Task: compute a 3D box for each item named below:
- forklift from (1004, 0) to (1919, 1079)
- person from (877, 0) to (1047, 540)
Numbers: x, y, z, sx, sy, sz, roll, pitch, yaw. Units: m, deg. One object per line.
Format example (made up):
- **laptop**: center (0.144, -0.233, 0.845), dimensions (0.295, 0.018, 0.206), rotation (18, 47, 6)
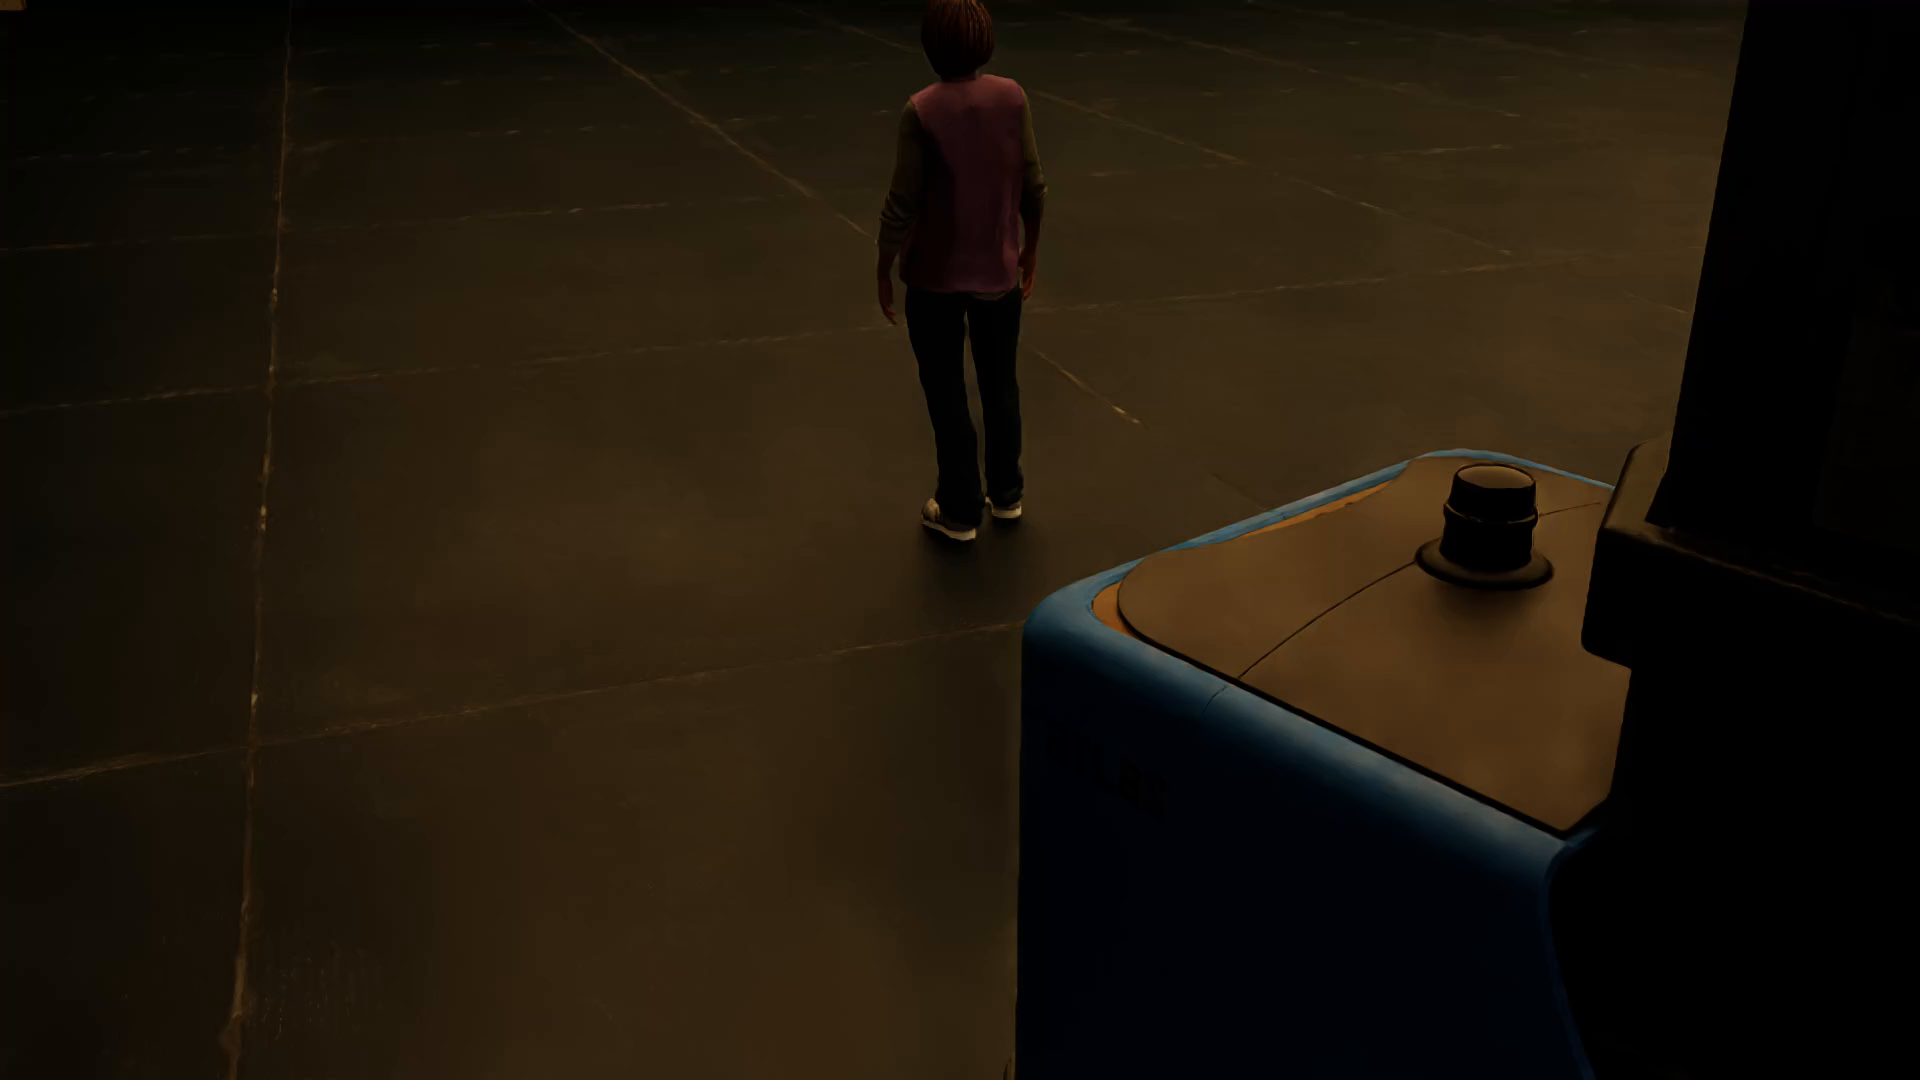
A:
- **forklift**: center (1.397, 0.030, 1.227), dimensions (1.130, 2.935, 3.031), rotation (-18, 29, -36)
- **person**: center (-0.012, -0.765, 4.839), dimensions (0.520, 1.583, 0.474), rotation (-8, 24, -18)
